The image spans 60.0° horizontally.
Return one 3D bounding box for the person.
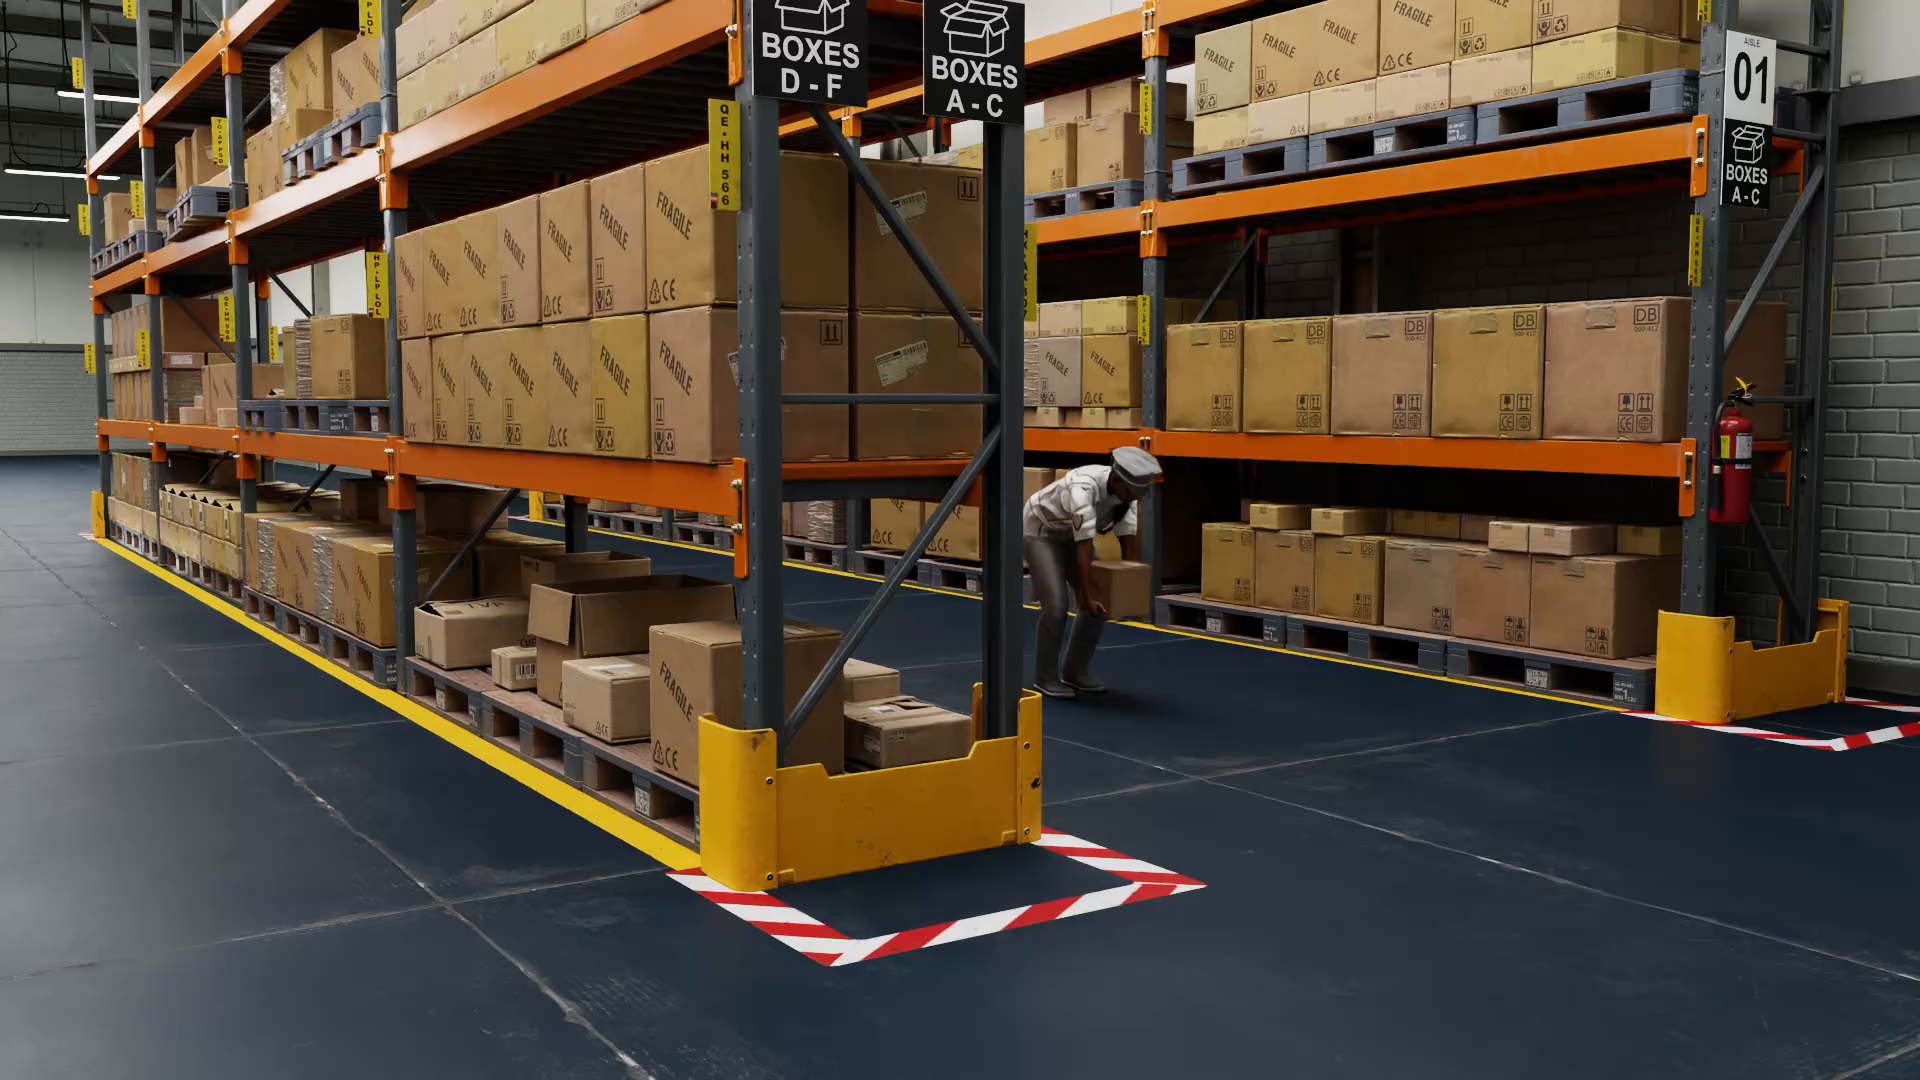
[{"bbox_3d":[0.661,0.164,8.427,0.417,1.284,0.892,-3,6,-36],"label":"person"}]
